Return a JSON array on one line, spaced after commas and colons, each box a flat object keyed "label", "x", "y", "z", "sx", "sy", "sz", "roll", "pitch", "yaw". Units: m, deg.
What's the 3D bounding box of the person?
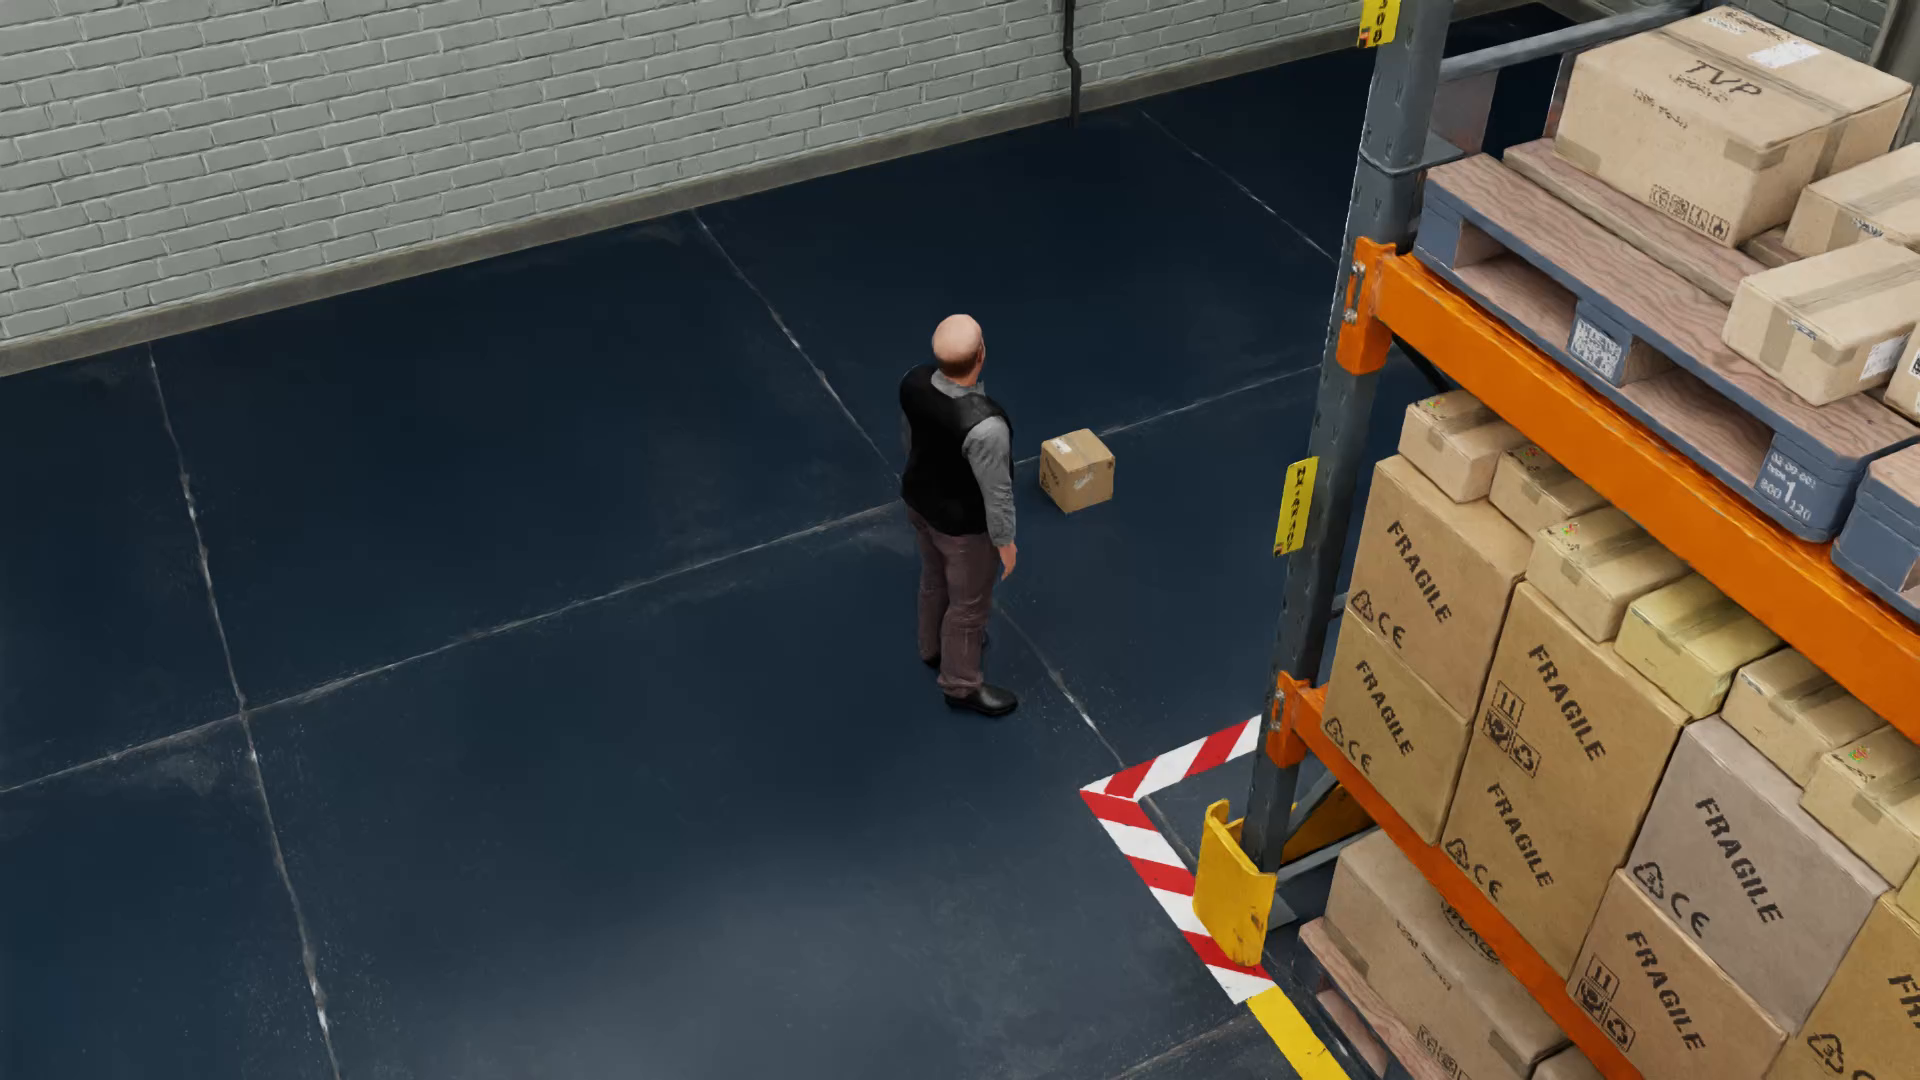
[{"label": "person", "x": 0.012, "y": -0.106, "z": 6.260, "sx": 0.385, "sy": 1.732, "sz": 0.591, "roll": -25, "pitch": 47, "yaw": -26}]
